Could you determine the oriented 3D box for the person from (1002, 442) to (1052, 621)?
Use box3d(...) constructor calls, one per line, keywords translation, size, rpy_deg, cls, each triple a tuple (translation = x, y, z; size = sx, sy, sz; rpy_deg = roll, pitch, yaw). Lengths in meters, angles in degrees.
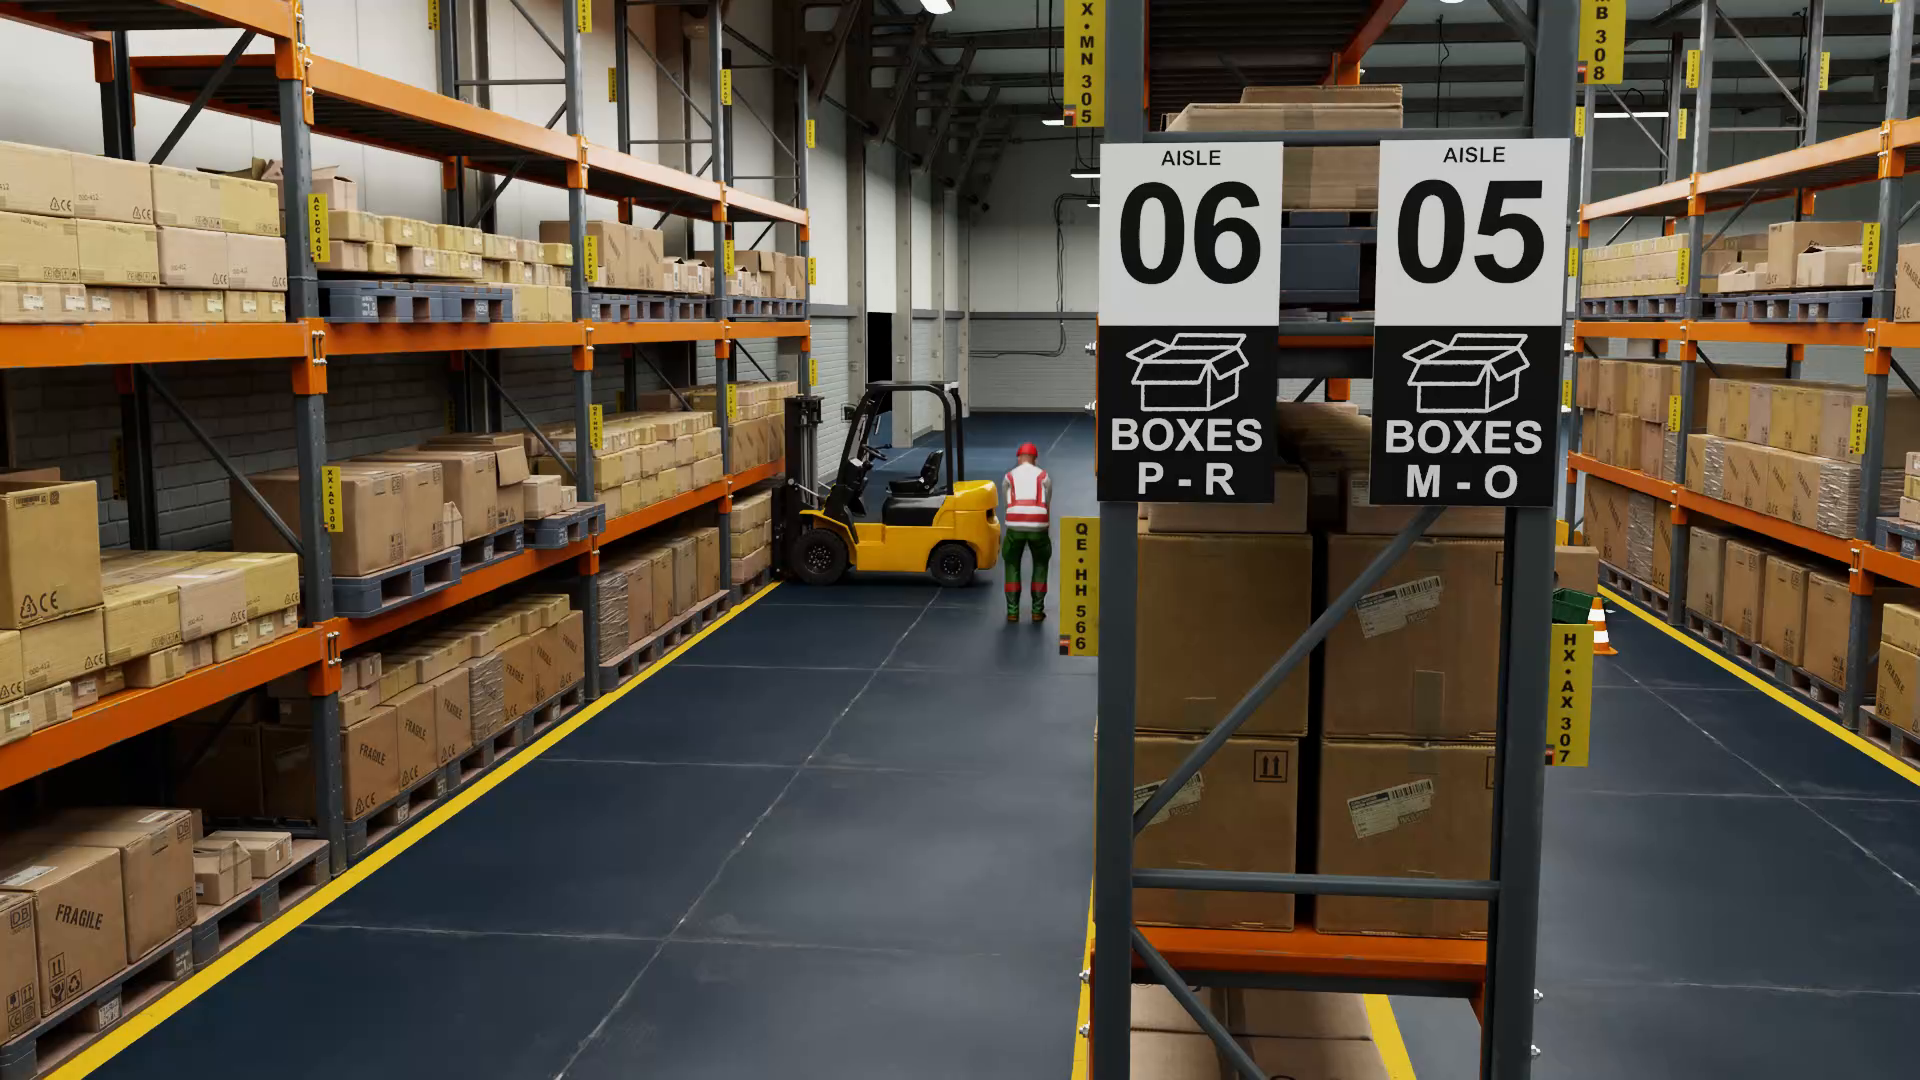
box3d(translation=(0.634, -0.089, 15.815), size=(0.483, 1.671, 0.687), rpy_deg=(1, 8, 5), cls="person")
